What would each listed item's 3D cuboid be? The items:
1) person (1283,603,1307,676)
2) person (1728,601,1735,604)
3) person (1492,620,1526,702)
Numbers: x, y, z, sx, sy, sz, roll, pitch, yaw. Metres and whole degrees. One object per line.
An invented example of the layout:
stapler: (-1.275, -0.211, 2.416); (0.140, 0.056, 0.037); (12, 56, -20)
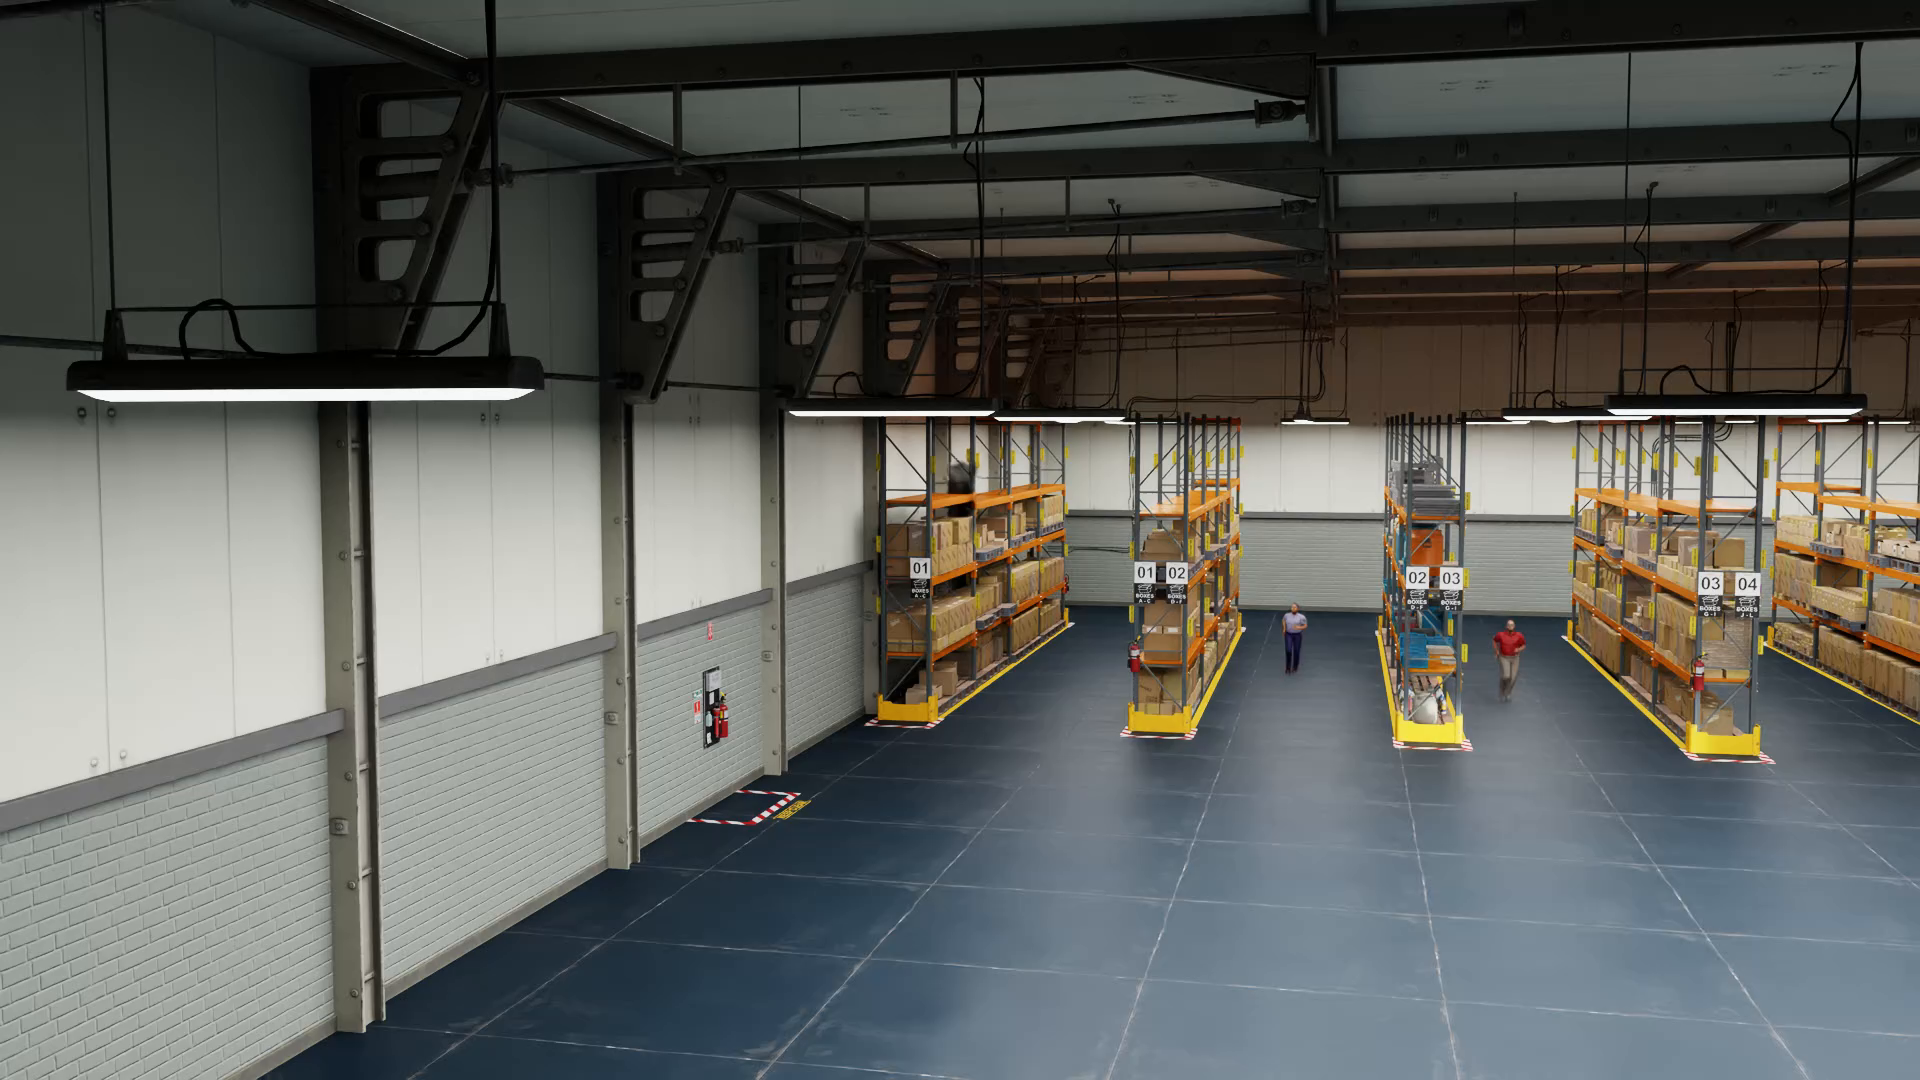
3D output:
person: (7.771, 2.306, 38.605); (0.574, 1.687, 0.718); (1, 4, 13)
person: (20.202, 1.927, 43.504); (0.677, 1.808, 0.684); (1, 4, 19)
person: (11.461, 2.528, 34.646); (0.620, 1.725, 0.695); (0, 4, 5)
